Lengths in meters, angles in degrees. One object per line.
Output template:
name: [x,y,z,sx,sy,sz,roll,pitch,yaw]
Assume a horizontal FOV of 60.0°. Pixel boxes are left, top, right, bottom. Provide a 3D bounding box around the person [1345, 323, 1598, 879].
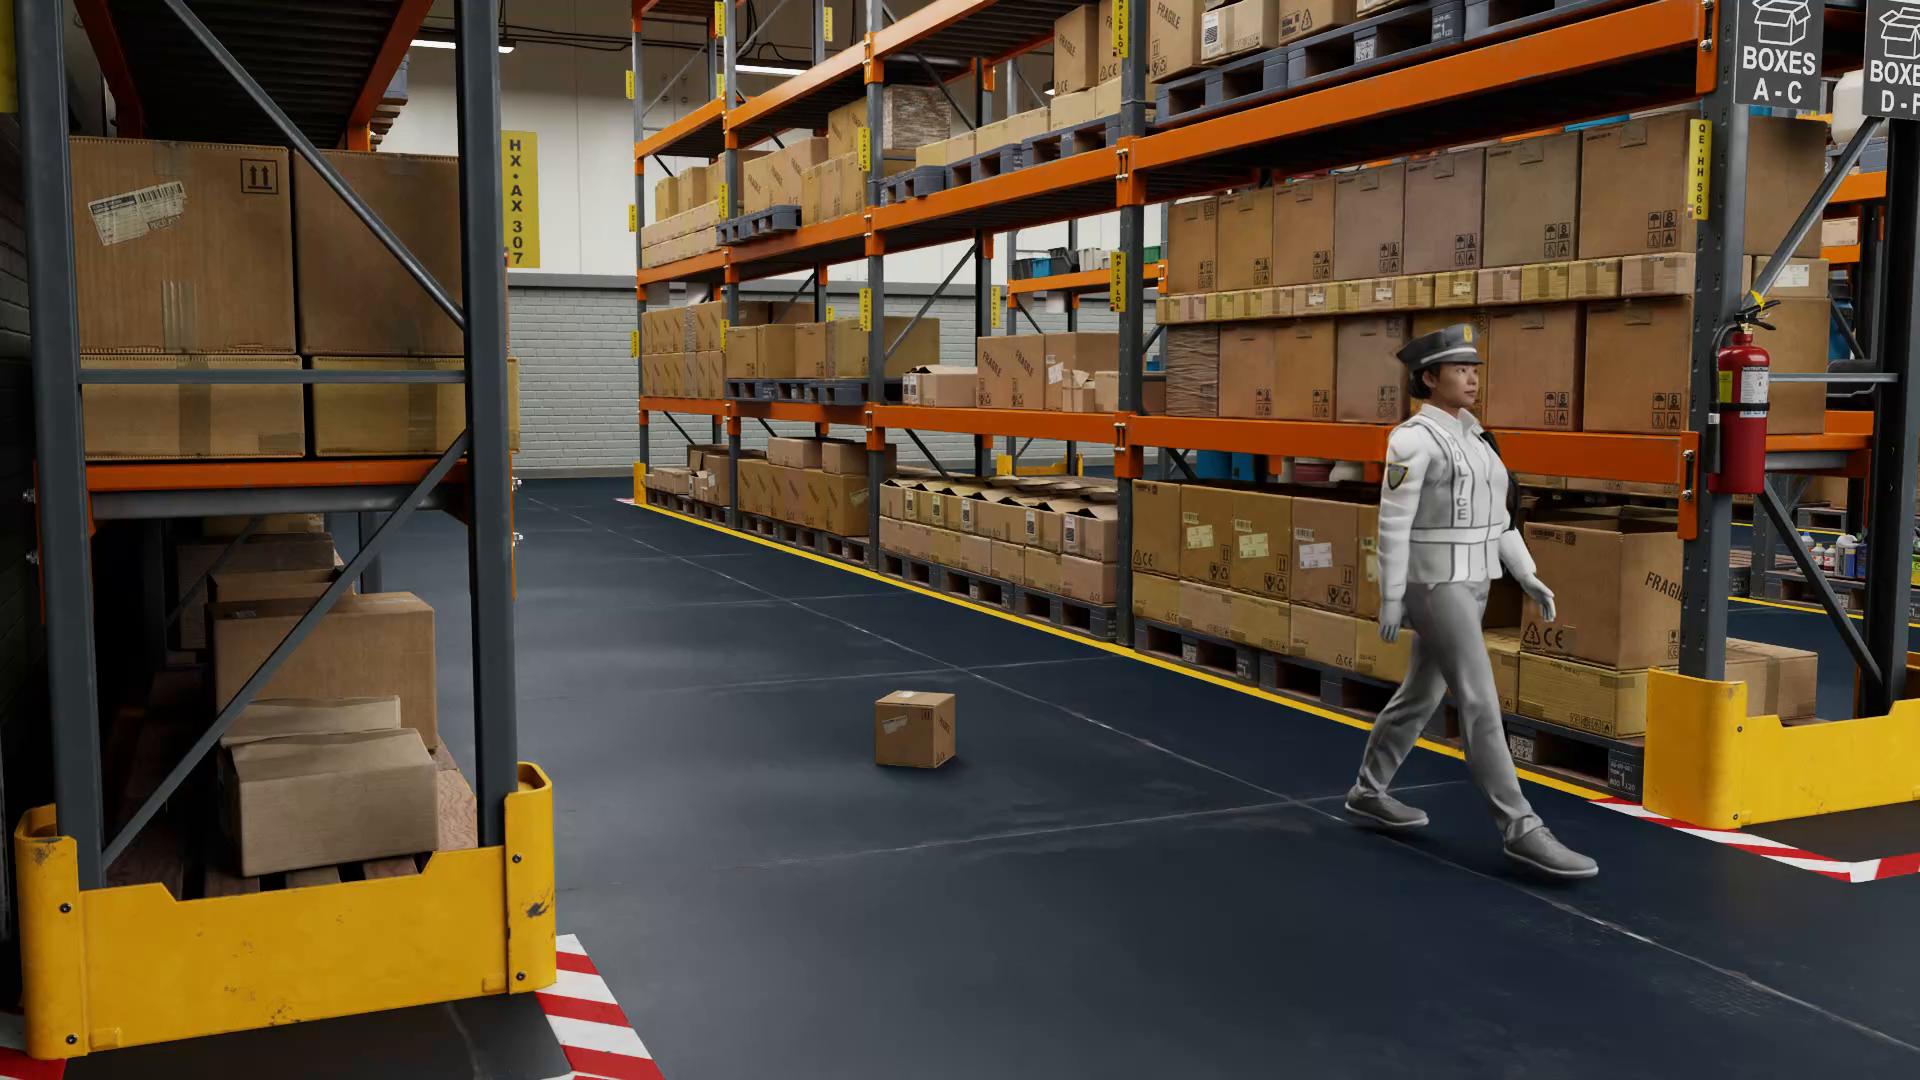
person: [1.625,0.147,5.215,0.914,1.646,0.495,5,7,42]
